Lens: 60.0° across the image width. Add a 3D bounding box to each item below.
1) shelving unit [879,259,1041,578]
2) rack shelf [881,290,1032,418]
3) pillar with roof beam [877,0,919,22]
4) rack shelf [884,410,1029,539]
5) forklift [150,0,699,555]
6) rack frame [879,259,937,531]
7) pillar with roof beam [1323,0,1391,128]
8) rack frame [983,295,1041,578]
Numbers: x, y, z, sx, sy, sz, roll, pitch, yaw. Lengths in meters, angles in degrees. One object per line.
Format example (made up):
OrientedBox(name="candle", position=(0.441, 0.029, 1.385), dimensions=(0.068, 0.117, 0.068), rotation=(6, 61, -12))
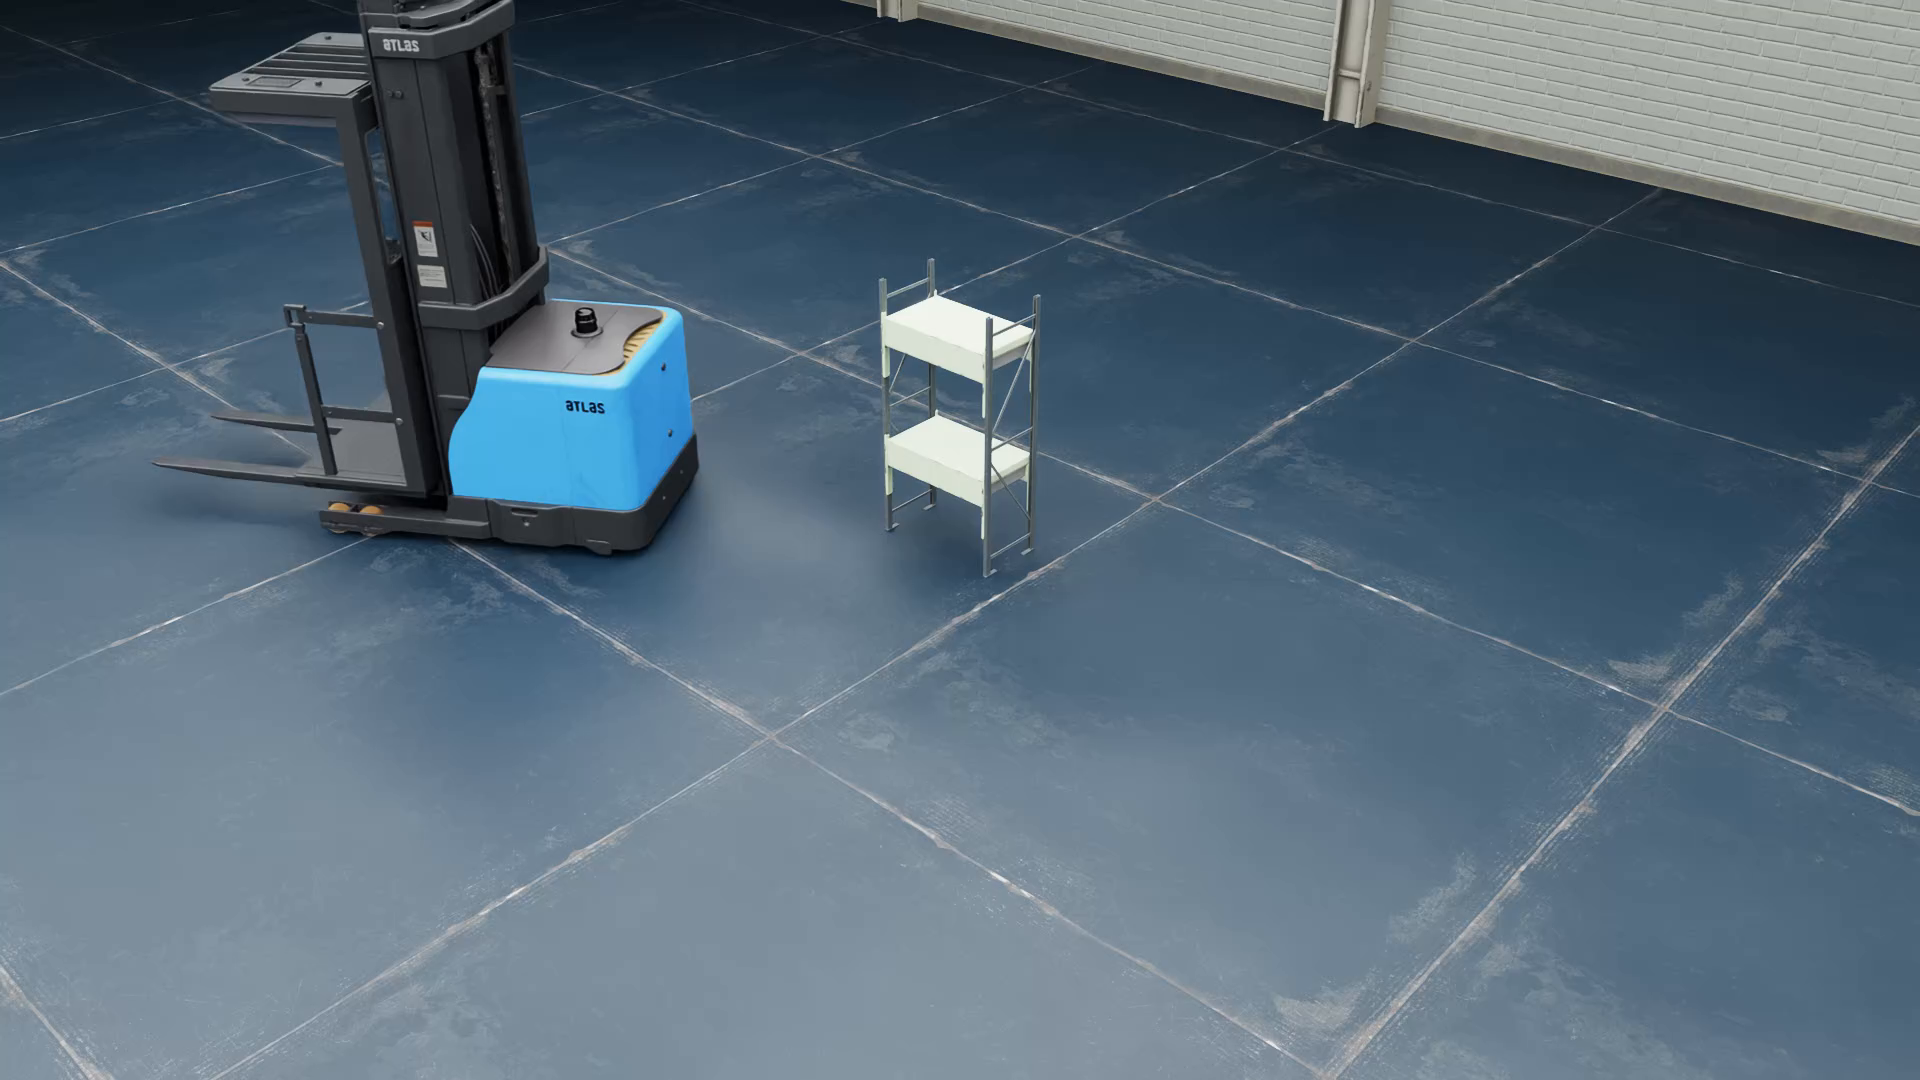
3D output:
OrientedBox(name="shelving unit", position=(-0.005, -0.645, 8.867), dimensions=(0.755, 1.500, 0.431), rotation=(25, 39, 35))
OrientedBox(name="rack shelf", position=(-0.005, -0.979, 8.666), dimensions=(0.720, 0.370, 0.431), rotation=(25, 39, 35))
OrientedBox(name="pillar with roof beam", position=(-3.609, -8.304, 14.319), dimensions=(0.400, 9.000, 9.100), rotation=(25, 39, 35))
OrientedBox(name="rack shelf", position=(-0.005, -0.366, 9.035), dimensions=(0.720, 0.370, 0.431), rotation=(25, 39, 35))
OrientedBox(name="forklift", position=(-3.108, -1.536, 8.960), dimensions=(3.031, 2.935, 1.130), rotation=(5, 31, 9))
OrientedBox(name="rack frame", position=(-0.276, -0.772, 9.077), dimensions=(0.023, 1.500, 0.400), rotation=(25, 39, 35))
OrientedBox(name="pillar with roof beam", position=(0.840, -6.227, 10.869), dimensions=(0.400, 9.000, 9.100), rotation=(25, 39, 35))
OrientedBox(name="rack frame", position=(0.266, -0.518, 8.657), dimensions=(0.023, 1.500, 0.400), rotation=(25, 39, 35))
